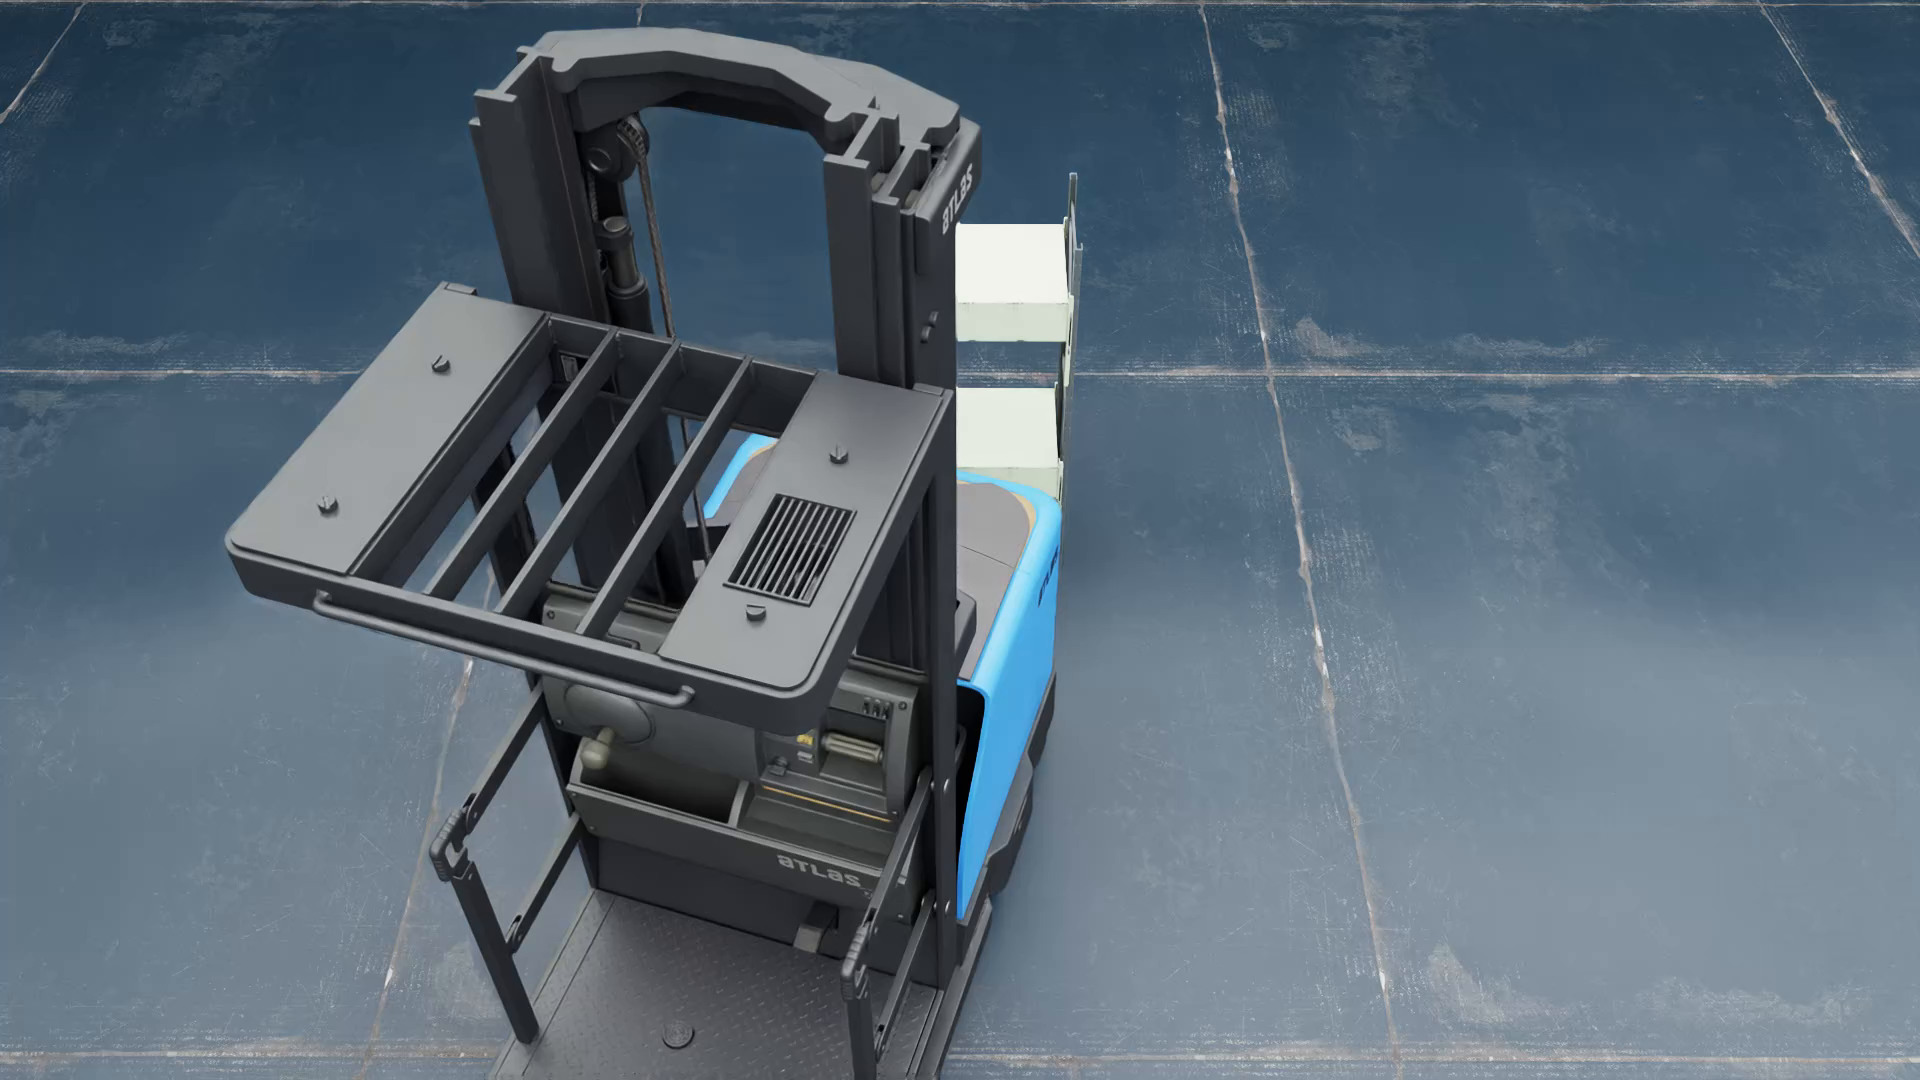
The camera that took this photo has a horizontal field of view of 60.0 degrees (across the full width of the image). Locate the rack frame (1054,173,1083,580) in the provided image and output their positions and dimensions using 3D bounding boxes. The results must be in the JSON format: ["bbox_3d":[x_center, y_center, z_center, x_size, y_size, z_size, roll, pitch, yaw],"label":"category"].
[{"bbox_3d":[0.359,-0.510,5.700,0.023,1.500,0.400,0,47,0],"label":"rack frame"}]

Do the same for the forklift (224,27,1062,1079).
[{"bbox_3d":[-0.619,0.513,3.770,1.130,2.935,3.031,13,48,12],"label":"forklift"}]

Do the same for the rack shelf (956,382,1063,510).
[{"bbox_3d":[-0.007,-0.289,5.940,0.720,0.370,0.431,0,47,0],"label":"rack shelf"}]

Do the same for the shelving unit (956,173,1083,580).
[{"bbox_3d":[-0.007,-0.511,5.701,0.755,1.500,0.431,0,47,0],"label":"shelving unit"}]

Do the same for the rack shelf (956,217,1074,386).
[{"bbox_3d":[-0.007,-0.777,5.415,0.720,0.370,0.431,0,47,0],"label":"rack shelf"}]
